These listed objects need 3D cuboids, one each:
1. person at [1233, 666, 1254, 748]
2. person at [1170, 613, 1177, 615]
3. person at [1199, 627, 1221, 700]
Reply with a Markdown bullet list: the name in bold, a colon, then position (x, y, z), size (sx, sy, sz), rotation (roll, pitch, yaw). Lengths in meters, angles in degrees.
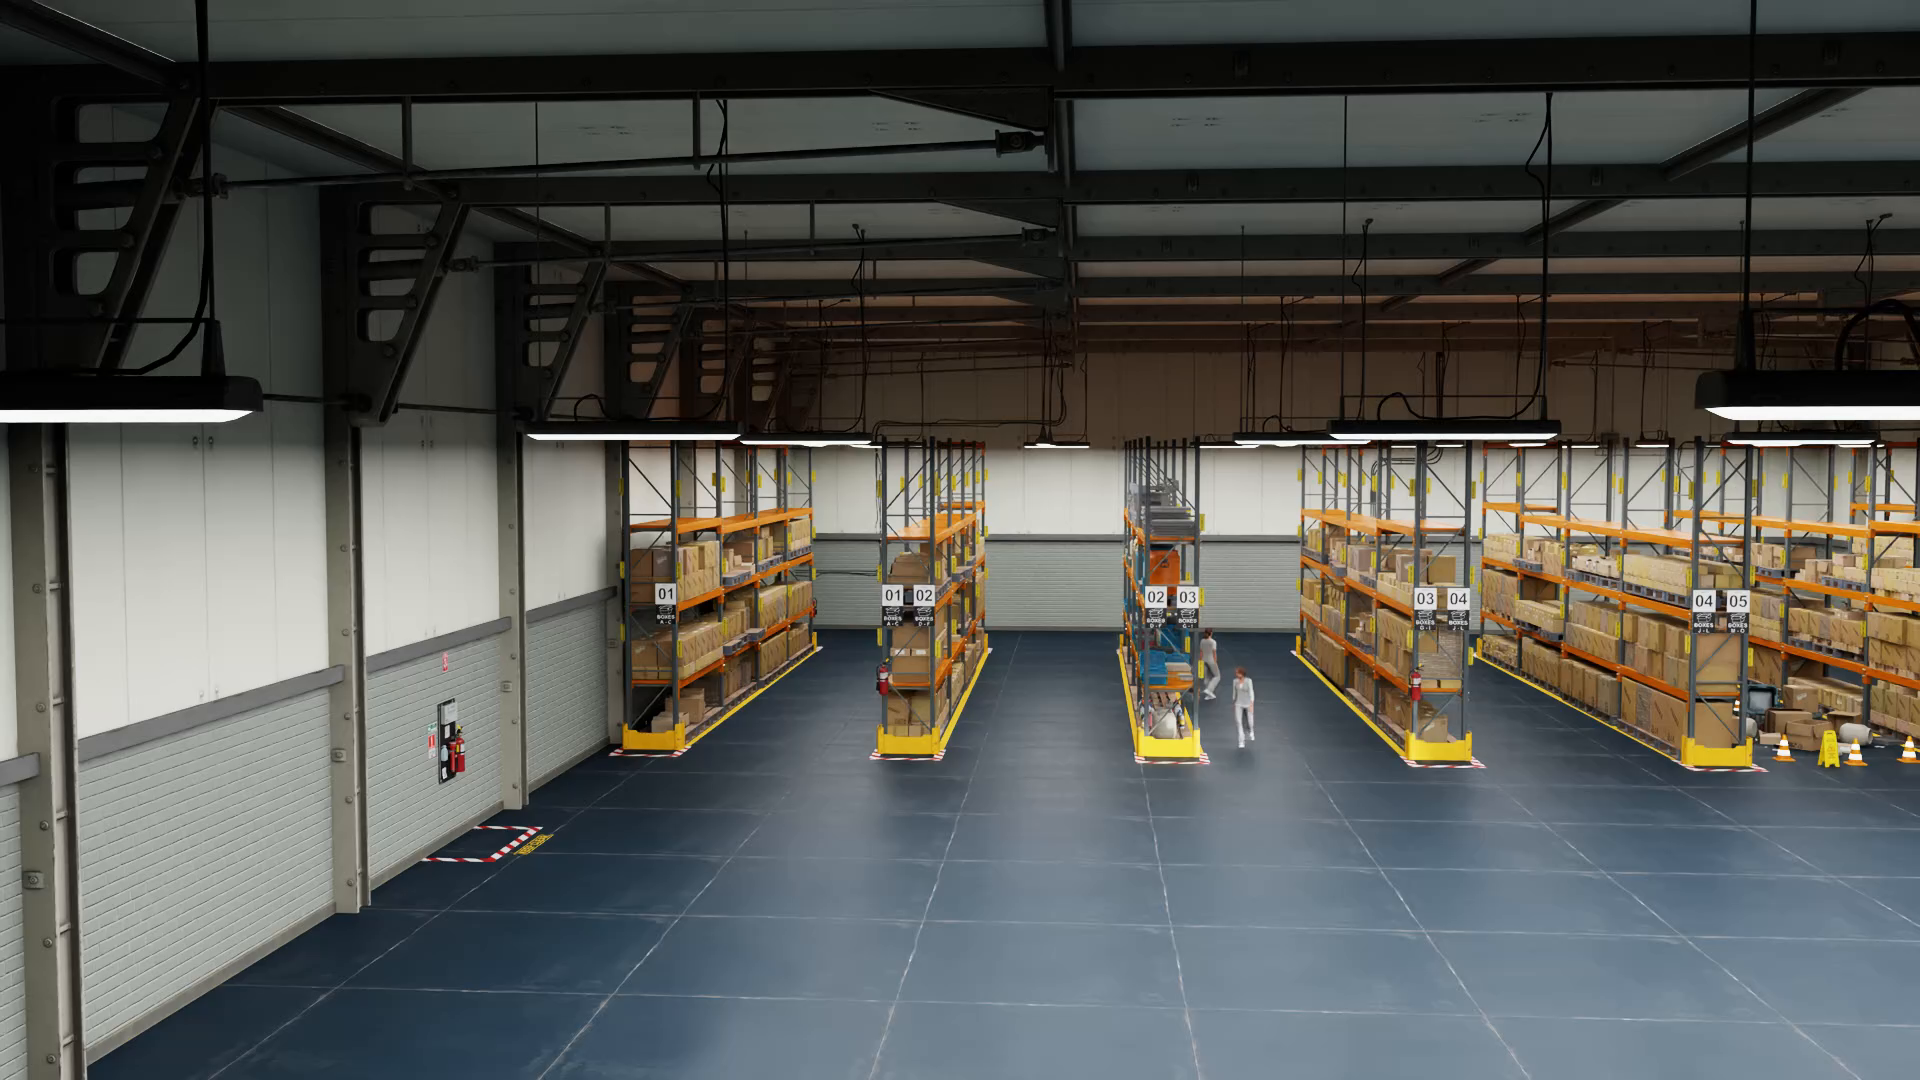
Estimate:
- **person**: position (5.496, 3.216, 32.253), size (0.420, 1.537, 0.836), rotation (1, 3, 16)
- **person**: position (6.420, 2.271, 48.734), size (0.453, 1.621, 1.007), rotation (0, 3, -9)
- **person**: position (5.703, 2.852, 38.252), size (0.487, 1.652, 0.483), rotation (2, 4, 37)
